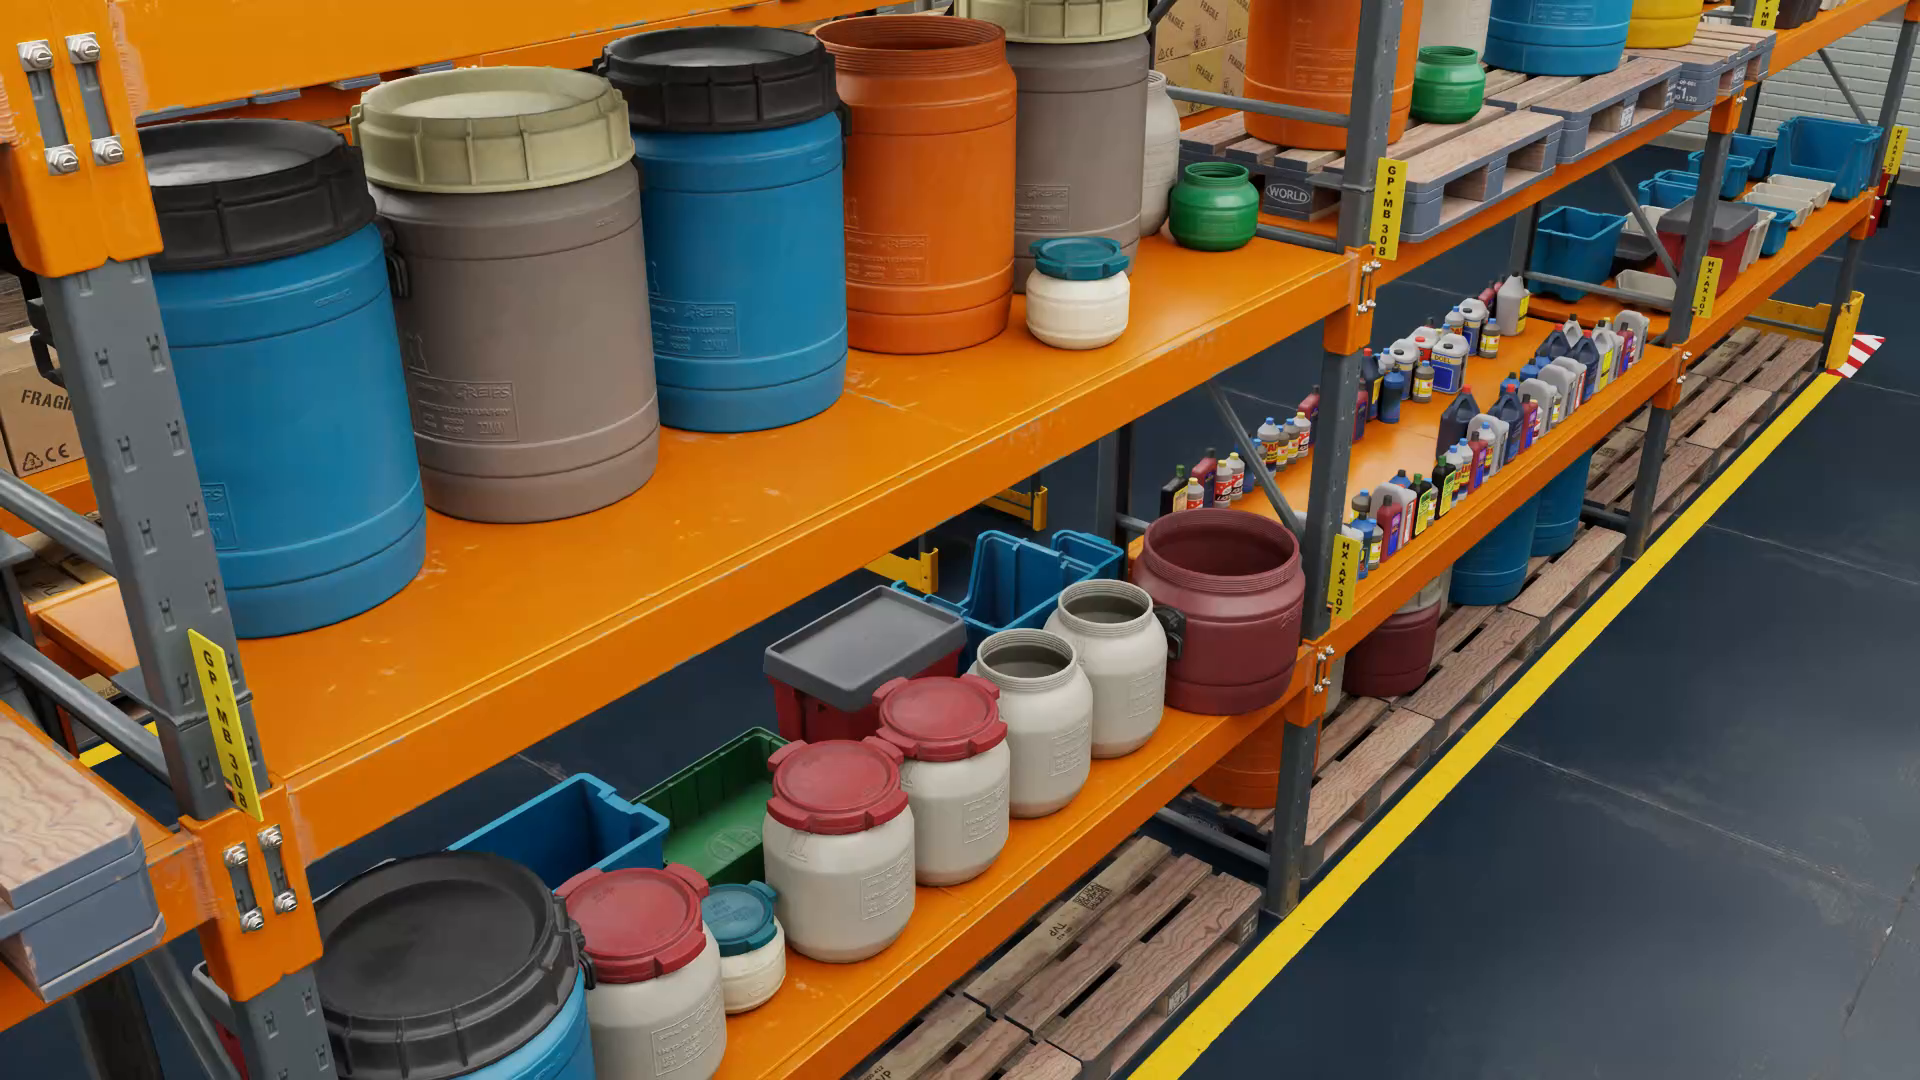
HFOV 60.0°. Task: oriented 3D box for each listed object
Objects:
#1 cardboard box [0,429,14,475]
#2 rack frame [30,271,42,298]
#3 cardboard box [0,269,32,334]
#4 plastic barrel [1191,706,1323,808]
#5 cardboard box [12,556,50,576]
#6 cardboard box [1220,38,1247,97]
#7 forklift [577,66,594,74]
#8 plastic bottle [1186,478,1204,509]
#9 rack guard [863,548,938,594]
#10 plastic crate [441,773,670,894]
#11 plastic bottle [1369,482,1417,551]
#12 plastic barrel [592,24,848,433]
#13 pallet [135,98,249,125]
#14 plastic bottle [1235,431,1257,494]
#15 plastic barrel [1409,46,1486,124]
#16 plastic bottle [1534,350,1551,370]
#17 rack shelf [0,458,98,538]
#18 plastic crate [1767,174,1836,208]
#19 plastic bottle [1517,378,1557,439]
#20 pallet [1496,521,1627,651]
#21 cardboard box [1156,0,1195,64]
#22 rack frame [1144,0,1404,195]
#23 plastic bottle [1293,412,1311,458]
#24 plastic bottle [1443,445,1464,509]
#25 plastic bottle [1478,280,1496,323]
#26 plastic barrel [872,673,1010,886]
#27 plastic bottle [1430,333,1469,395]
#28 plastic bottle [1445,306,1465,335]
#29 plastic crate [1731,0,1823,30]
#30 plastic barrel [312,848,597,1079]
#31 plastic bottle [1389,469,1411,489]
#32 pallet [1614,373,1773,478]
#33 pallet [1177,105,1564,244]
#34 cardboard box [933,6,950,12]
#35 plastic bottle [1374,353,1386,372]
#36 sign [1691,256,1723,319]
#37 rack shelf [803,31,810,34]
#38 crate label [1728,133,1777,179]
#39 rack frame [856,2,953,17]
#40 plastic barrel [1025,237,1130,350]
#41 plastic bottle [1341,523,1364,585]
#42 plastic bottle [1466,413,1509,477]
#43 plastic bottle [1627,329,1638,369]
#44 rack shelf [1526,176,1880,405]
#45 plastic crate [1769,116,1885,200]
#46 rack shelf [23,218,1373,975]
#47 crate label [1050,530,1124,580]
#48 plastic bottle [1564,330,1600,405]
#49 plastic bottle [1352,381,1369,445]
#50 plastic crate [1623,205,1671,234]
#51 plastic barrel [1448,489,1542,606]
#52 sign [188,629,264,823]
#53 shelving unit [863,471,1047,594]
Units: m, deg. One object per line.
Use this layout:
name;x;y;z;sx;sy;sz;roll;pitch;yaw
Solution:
cardboard box;-4.565;-0.479;7.303;0.500;0.500;0.500;24;36;38
rack frame;-6.681;-2.845;11.985;1.000;3.000;0.127;21;34;34
cardboard box;-7.099;-1.660;11.935;0.700;0.500;0.500;21;34;35
plastic barrel;1.261;0.649;7.135;0.600;0.830;0.708;21;34;34
cardboard box;-4.719;0.215;7.994;0.500;0.311;0.500;21;34;34
cardboard box;2.157;-4.041;14.188;0.500;0.500;0.500;22;35;36
forklift;-2.909;-3.151;12.651;1.130;2.935;3.031;22;35;36
plastic bottle;0.979;-0.165;7.021;0.097;0.201;0.097;0;27;0
rack guard;-0.365;0.093;9.299;0.587;0.250;0.087;21;34;34
plastic crate;-1.119;0.994;4.582;0.392;0.384;0.575;21;34;34
plastic bottle;1.782;-0.117;6.848;0.152;0.276;0.135;21;34;34
plastic barrel;-0.593;-0.794;4.210;0.600;0.901;0.708;21;34;34
pallet;-3.928;-1.983;7.259;1.003;0.211;1.213;23;35;37
plastic bottle;1.250;-0.347;7.296;0.097;0.271;0.097;0;27;0
plastic barrel;1.815;-1.708;6.234;0.294;0.245;0.294;0;27;0
plastic bottle;2.845;-0.798;8.168;0.097;0.271;0.097;0;27;0
rack shelf;-4.129;-0.370;7.983;1.077;0.370;4.000;21;34;34
plastic crate;5.673;-2.353;11.256;0.396;0.136;0.243;21;34;34
plastic bottle;2.720;-0.640;7.858;0.152;0.276;0.135;21;34;34
pallet;2.985;0.132;9.265;1.003;0.211;1.213;21;34;34
cardboard box;1.514;-4.121;13.254;0.500;0.500;0.500;22;34;36
rack frame;0.963;-2.614;5.010;1.000;3.000;0.127;21;34;34
plastic bottle;1.559;-0.488;7.646;0.097;0.201;0.097;0;27;0
plastic bottle;2.109;-0.278;7.162;0.097;0.271;0.097;0;27;0
plastic bottle;2.860;-1.263;9.054;0.061;0.283;0.133;21;34;34
plastic barrel;-0.061;0.720;4.946;0.433;0.535;0.433;0;27;0
plastic bottle;2.448;-0.887;8.335;0.152;0.276;0.135;21;34;34
plastic bottle;2.592;-1.095;8.742;0.097;0.271;0.097;0;27;0
plastic crate;4.509;-3.002;9.167;0.497;0.269;0.590;21;34;34
plastic barrel;-1.101;1.198;3.625;0.600;0.901;0.708;21;34;34
plastic bottle;1.830;-0.166;6.947;0.097;0.271;0.097;0;27;0
pallet;4.721;-0.836;11.136;1.003;0.211;1.213;21;34;34
pallet;1.525;-1.441;6.211;1.003;0.211;1.213;21;34;34
cardboard box;0.133;-3.743;12.523;0.500;0.500;0.500;20;33;33
plastic bottle;2.026;-0.780;8.133;0.097;0.271;0.097;0;27;0
sign;3.931;-1.329;8.754;0.100;0.325;0.005;21;34;34
rack shelf;-2.865;-4.653;16.262;1.077;0.370;4.000;21;34;34
crate label;5.641;-2.747;11.912;0.416;0.233;0.303;21;34;34
rack frame;-0.312;-2.817;11.930;1.000;3.000;0.127;21;34;34
plastic barrel;0.335;-0.701;4.727;0.301;0.262;0.301;0;27;0
plastic bottle;1.488;0.047;6.530;0.152;0.276;0.135;21;34;34
plastic bottle;2.370;-0.445;7.481;0.152;0.276;0.135;21;34;34
plastic bottle;3.454;-0.996;8.627;0.097;0.201;0.097;0;27;0
rack shelf;4.780;-1.757;10.665;1.077;0.370;4.000;21;34;34
plastic crate;5.983;-2.655;11.514;0.616;0.435;0.499;21;34;34
rack shelf;-0.309;-0.253;4.493;1.077;0.370;4.000;21;34;34
crate label;0.406;0.165;6.349;0.303;0.233;0.416;21;34;34
plastic bottle;3.058;-0.859;8.199;0.144;0.351;0.185;21;34;34
plastic bottle;1.847;-0.594;7.762;0.061;0.283;0.133;21;34;34
plastic crate;4.383;-1.983;10.539;0.293;0.136;0.466;21;34;34
plastic barrel;2.698;-0.183;8.667;0.600;0.901;0.708;21;34;34
sign;-1.163;0.297;2.637;0.100;0.325;0.005;21;34;34
shelving unit;-0.048;-0.639;9.353;0.587;1.500;1.083;21;34;34
